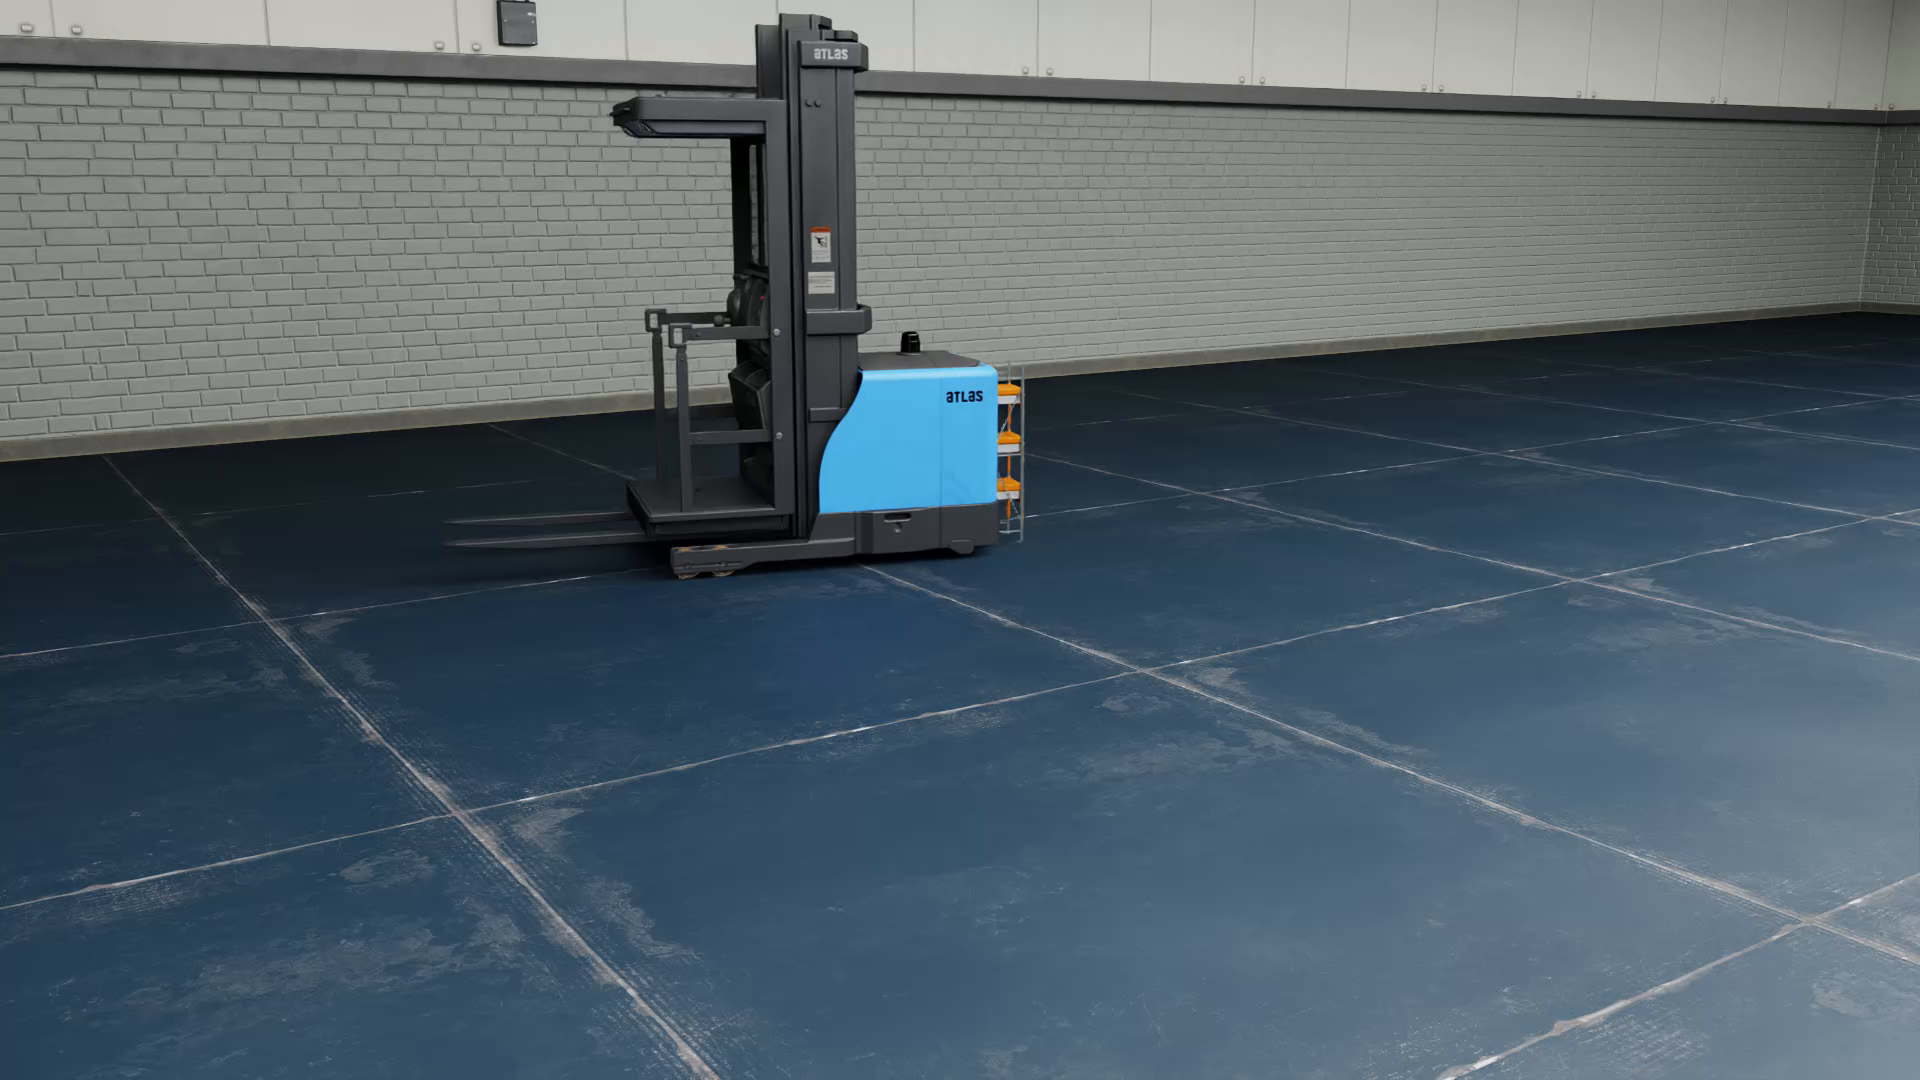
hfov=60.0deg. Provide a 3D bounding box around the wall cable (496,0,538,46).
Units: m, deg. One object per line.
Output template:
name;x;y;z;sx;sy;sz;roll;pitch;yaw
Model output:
wall cable;-2.906;-7.252;13.999;2.305;6.003;0.169;-8;15;-33

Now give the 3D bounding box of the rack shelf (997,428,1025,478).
rack shelf;0.238;-0.507;9.771;0.215;0.259;0.240;-4;13;-17

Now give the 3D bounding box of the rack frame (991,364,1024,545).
rack frame;0.274;-0.492;9.655;0.200;1.050;0.008;-4;13;-17

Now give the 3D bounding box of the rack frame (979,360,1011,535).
rack frame;0.202;-0.542;9.882;0.200;1.050;0.008;-4;13;-17

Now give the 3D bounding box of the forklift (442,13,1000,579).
forklift;-1.351;-1.349;9.169;3.031;2.935;1.130;-4;13;-17

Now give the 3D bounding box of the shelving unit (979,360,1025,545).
shelving unit;0.238;-0.517;9.769;0.215;1.050;0.252;-4;13;-17

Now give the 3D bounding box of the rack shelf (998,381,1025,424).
rack shelf;0.238;-0.784;9.710;0.215;0.259;0.240;-4;13;-17

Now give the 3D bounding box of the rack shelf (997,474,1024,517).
rack shelf;0.238;-0.235;9.830;0.215;0.259;0.240;-4;13;-17
